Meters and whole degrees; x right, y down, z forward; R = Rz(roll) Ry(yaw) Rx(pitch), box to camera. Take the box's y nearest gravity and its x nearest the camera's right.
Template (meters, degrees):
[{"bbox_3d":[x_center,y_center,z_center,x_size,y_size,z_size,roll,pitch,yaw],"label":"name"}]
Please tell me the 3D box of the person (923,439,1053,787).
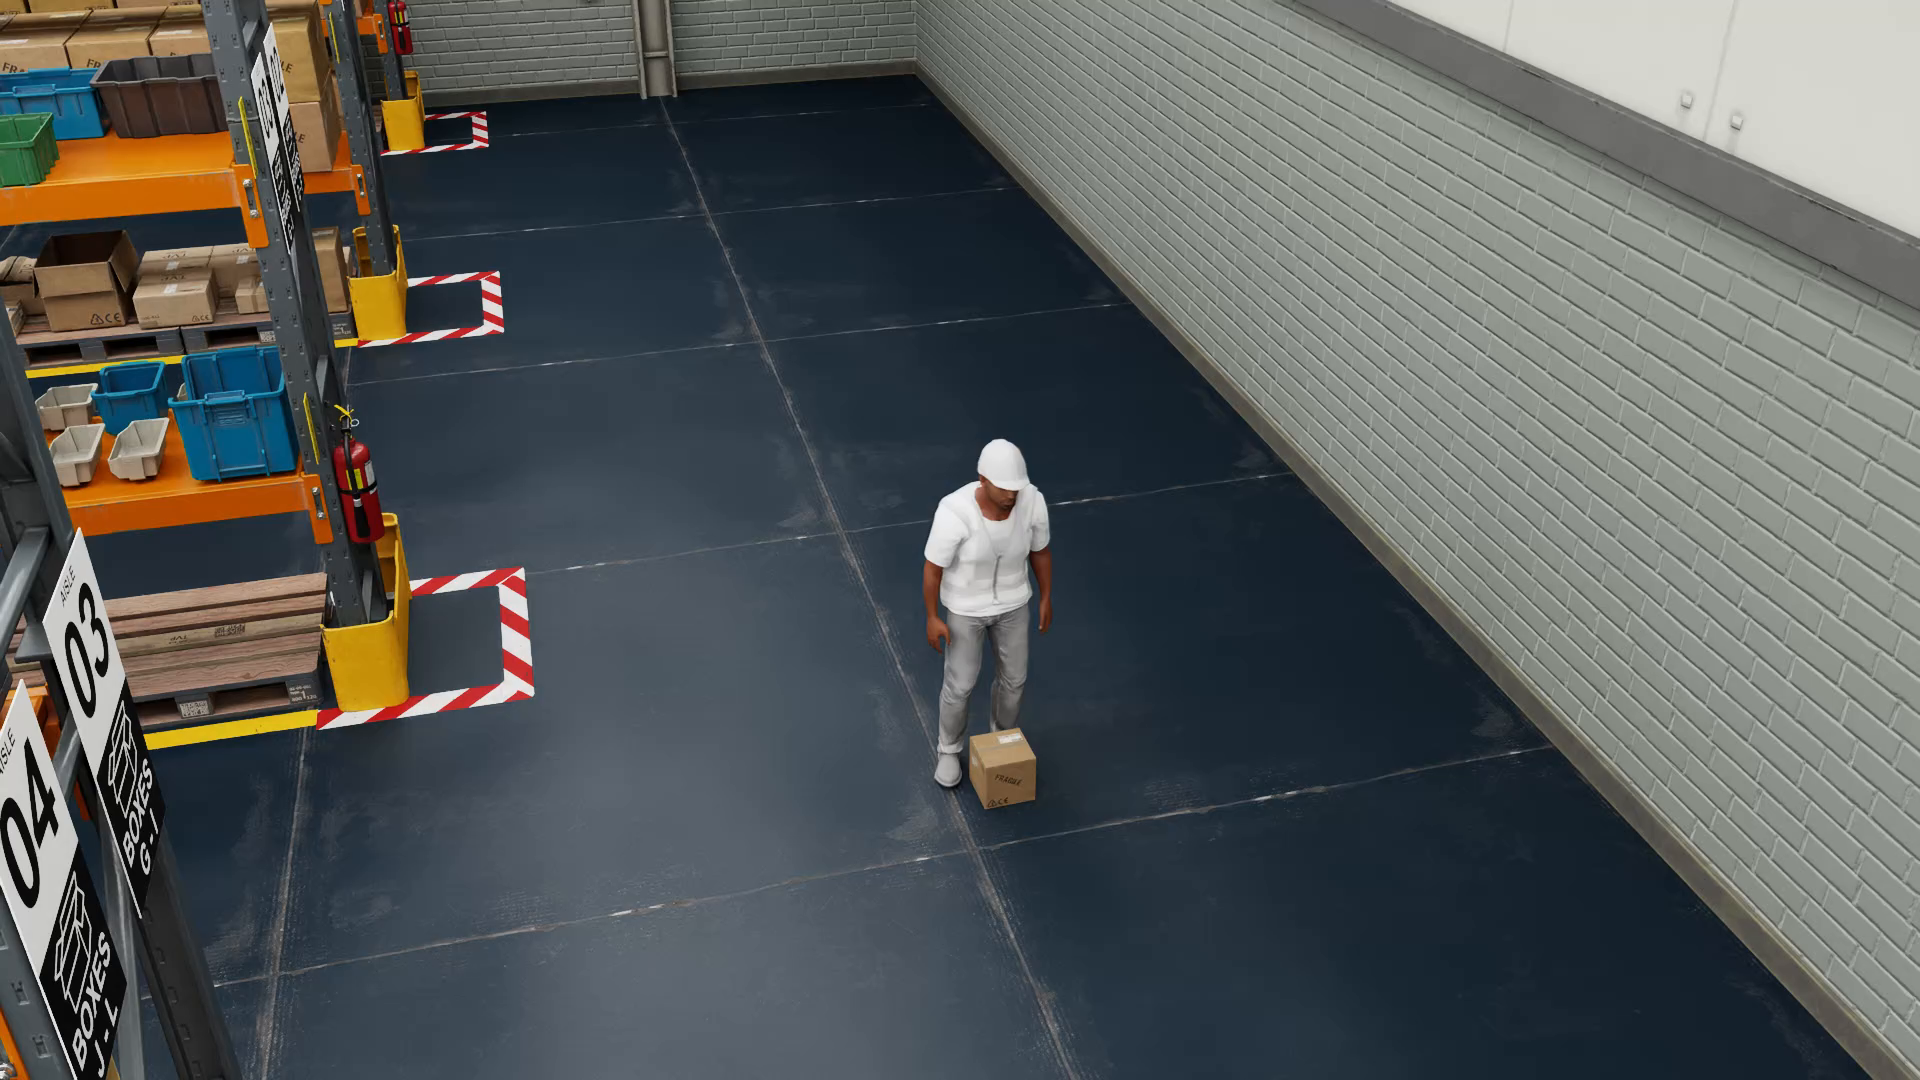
[{"bbox_3d":[0.139,0.316,7.678,0.633,1.759,0.462,-10,31,-16],"label":"person"}]
